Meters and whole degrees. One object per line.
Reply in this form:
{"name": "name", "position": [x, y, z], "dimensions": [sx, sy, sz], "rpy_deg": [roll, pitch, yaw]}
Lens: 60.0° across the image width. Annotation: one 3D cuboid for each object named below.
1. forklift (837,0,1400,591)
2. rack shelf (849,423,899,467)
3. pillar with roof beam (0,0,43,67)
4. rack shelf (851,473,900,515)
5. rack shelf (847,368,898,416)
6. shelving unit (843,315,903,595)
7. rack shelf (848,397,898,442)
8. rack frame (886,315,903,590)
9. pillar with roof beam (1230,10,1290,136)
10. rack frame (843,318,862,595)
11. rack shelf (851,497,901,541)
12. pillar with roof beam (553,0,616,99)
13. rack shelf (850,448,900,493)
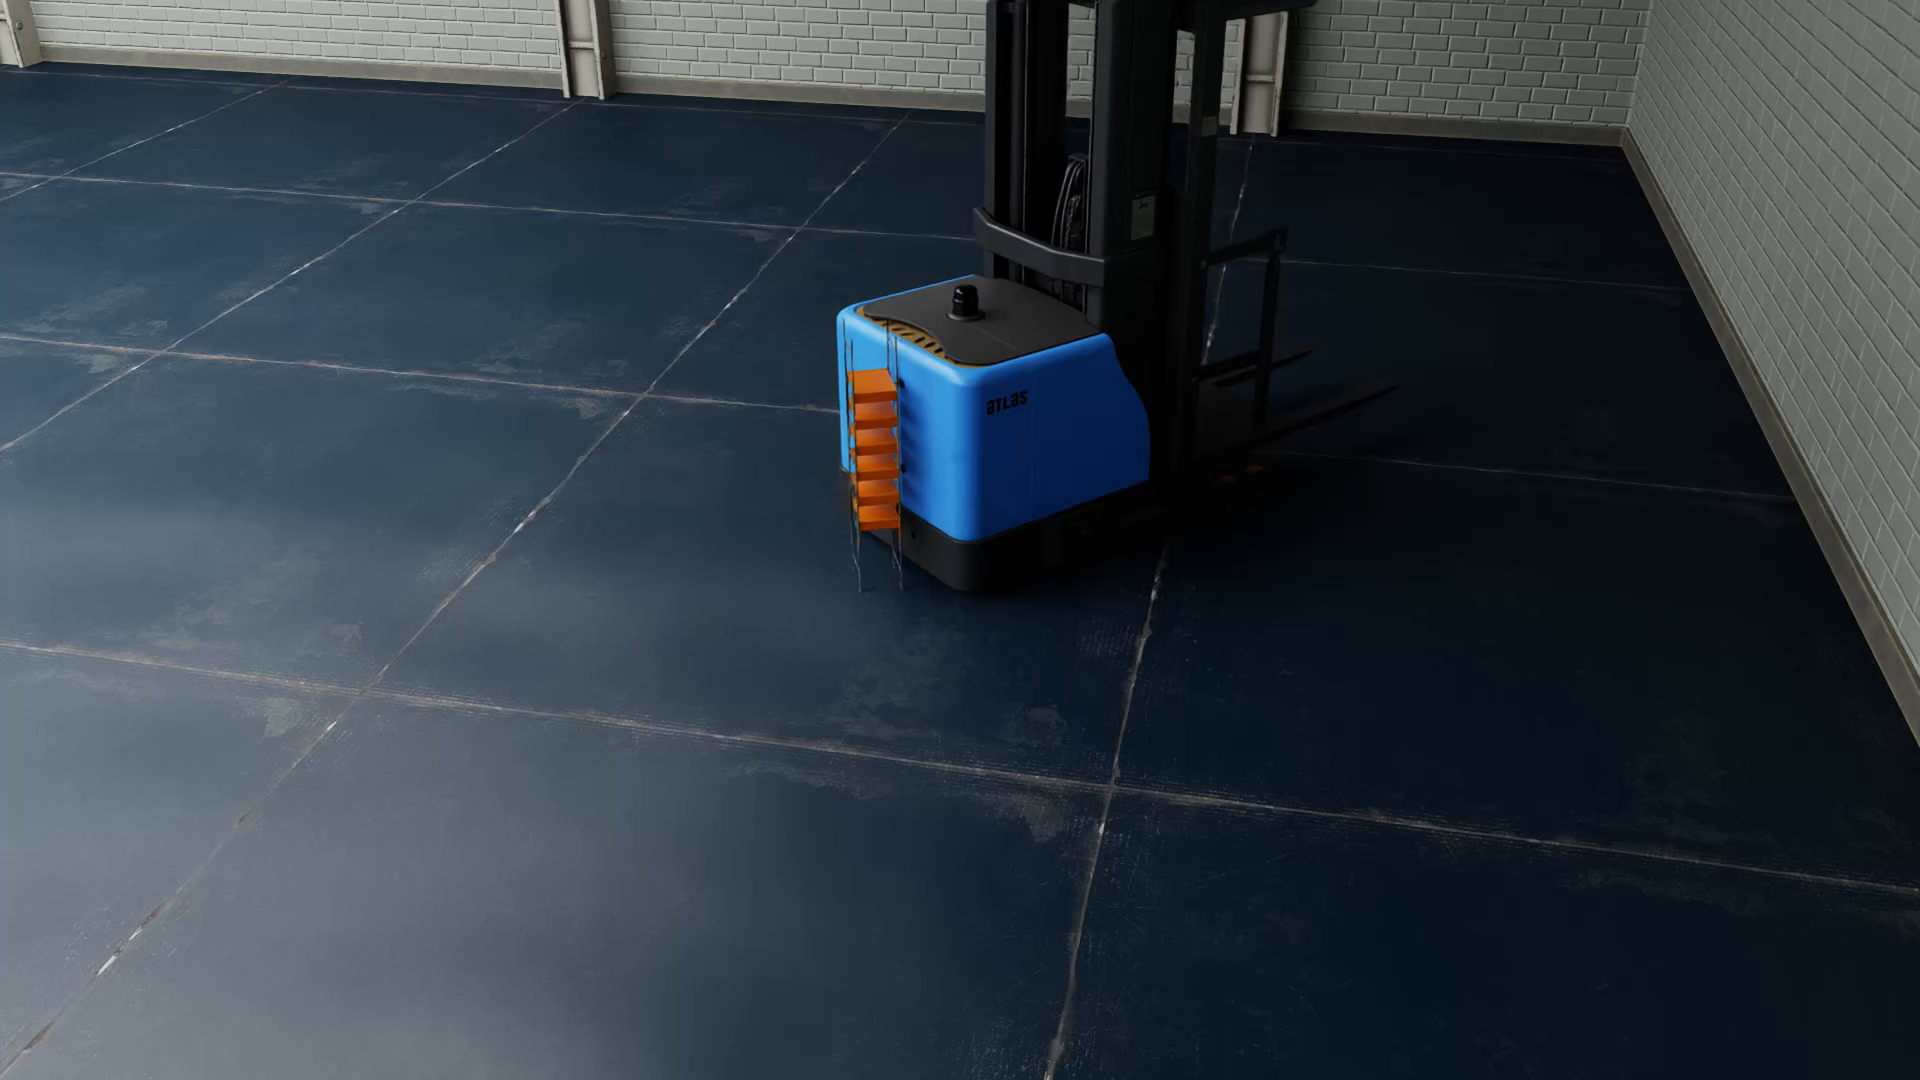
{"name": "forklift", "position": [0.920, -1.614, 7.647], "dimensions": [3.031, 2.935, 1.130], "rpy_deg": [-20, 34, -32]}
{"name": "rack shelf", "position": [-0.371, -0.417, 7.105], "dimensions": [0.180, 0.103, 0.258], "rpy_deg": [-6, 29, -10]}
{"name": "pillar with roof beam", "position": [-10.137, -6.599, 10.433], "dimensions": [0.400, 9.000, 9.100], "rpy_deg": [6, 29, 11]}
{"name": "rack shelf", "position": [-0.371, -0.207, 7.220], "dimensions": [0.180, 0.103, 0.258], "rpy_deg": [-6, 29, -10]}
{"name": "rack shelf", "position": [-0.372, -0.628, 6.989], "dimensions": [0.180, 0.103, 0.258], "rpy_deg": [-6, 29, -10]}
{"name": "shelving unit", "position": [-0.371, -0.351, 7.141], "dimensions": [0.189, 1.200, 0.258], "rpy_deg": [-6, 29, -10]}
{"name": "rack shelf", "position": [-0.372, -0.523, 7.047], "dimensions": [0.180, 0.103, 0.258], "rpy_deg": [-6, 29, -10]}
{"name": "rack frame", "position": [-0.281, -0.360, 7.157], "dimensions": [0.006, 1.200, 0.240], "rpy_deg": [-6, 29, -10]}
{"name": "pillar with roof beam", "position": [1.599, -5.396, 8.235], "dimensions": [0.400, 9.000, 9.100], "rpy_deg": [6, 29, 11]}
{"name": "rack frame", "position": [-0.461, -0.342, 7.125], "dimensions": [0.006, 1.200, 0.240], "rpy_deg": [-6, 29, -10]}
{"name": "rack shelf", "position": [-0.370, -0.102, 7.278], "dimensions": [0.180, 0.103, 0.258], "rpy_deg": [-6, 29, -10]}
{"name": "pillar with roof beam", "position": [-4.269, -5.998, 9.334], "dimensions": [0.400, 9.000, 9.100], "rpy_deg": [6, 29, 11]}
{"name": "rack shelf", "position": [-0.371, -0.312, 7.163], "dimensions": [0.180, 0.103, 0.258], "rpy_deg": [-6, 29, -10]}
